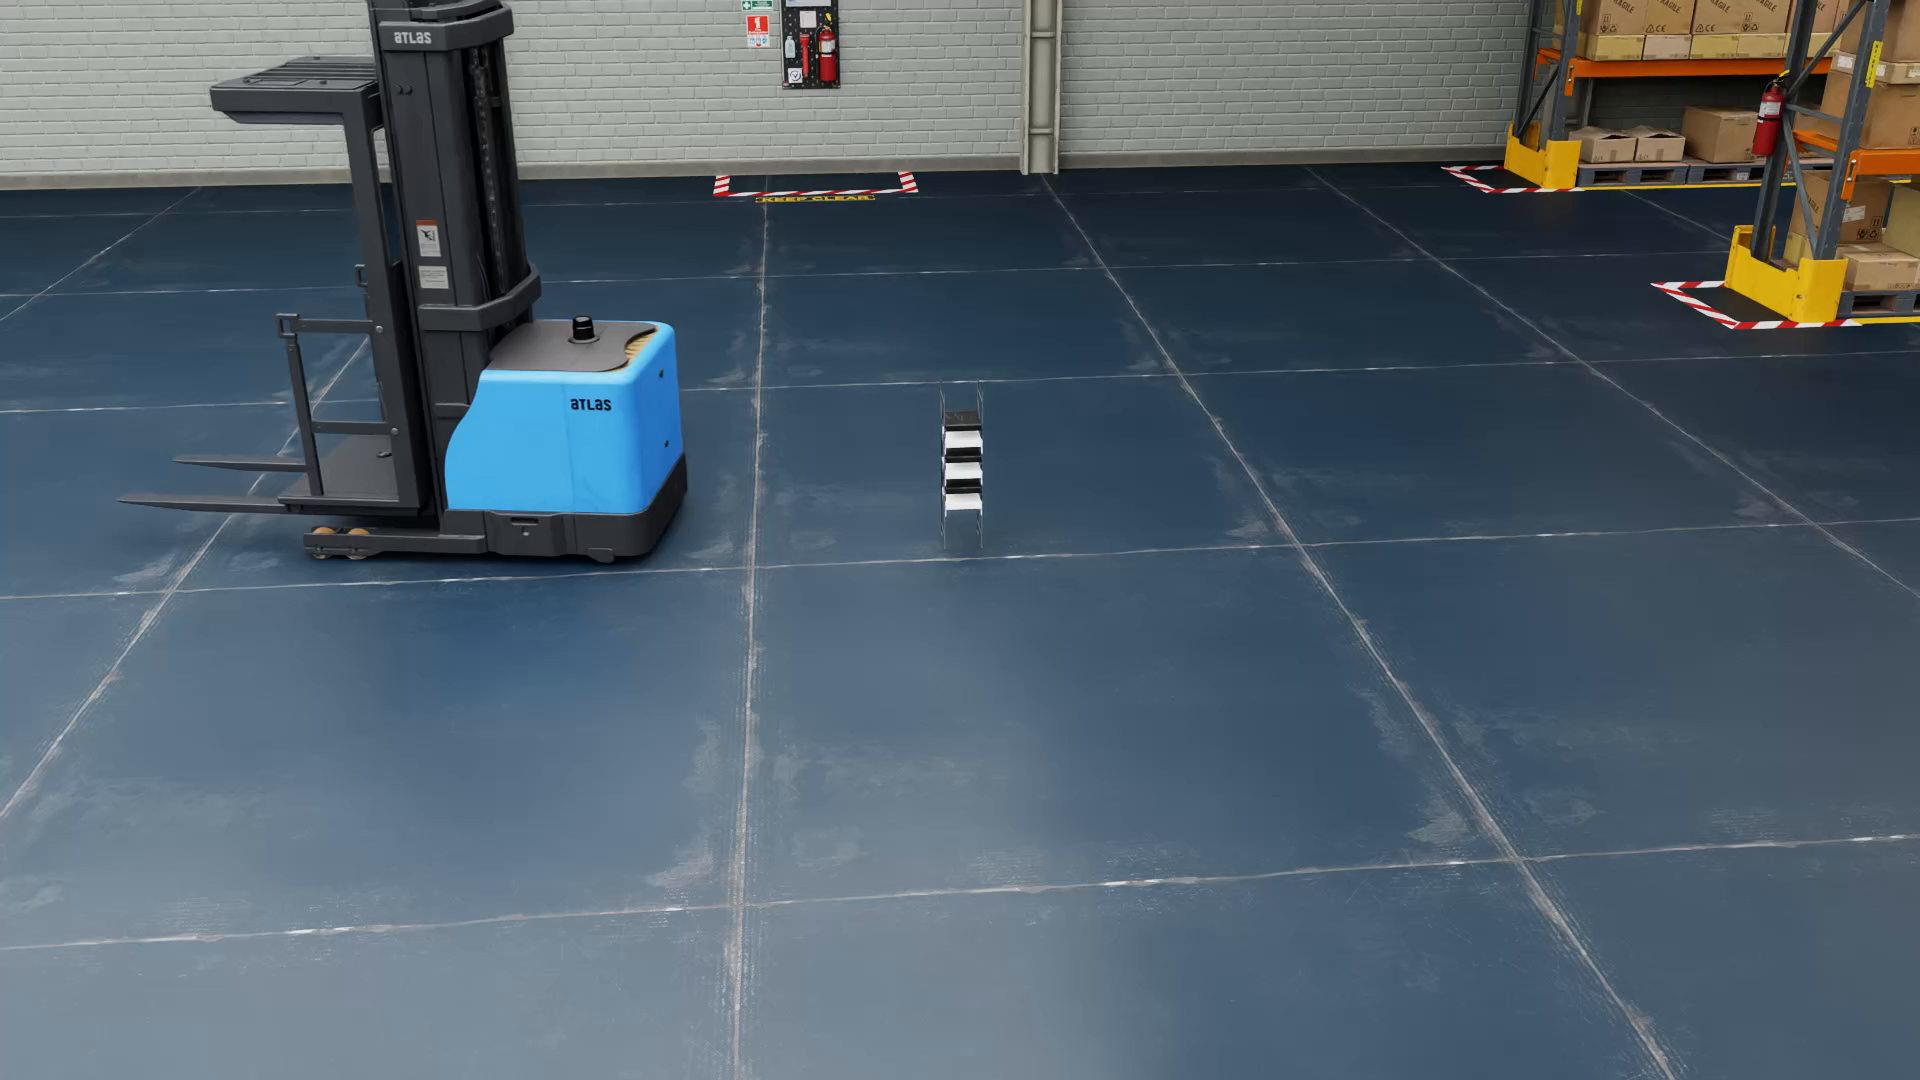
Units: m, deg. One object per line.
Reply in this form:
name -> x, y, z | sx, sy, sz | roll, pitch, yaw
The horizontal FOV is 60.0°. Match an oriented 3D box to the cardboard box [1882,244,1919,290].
cardboard box -> 7.778, -2.208, 13.393 | 0.500, 0.250, 0.500 | -2, 24, -5

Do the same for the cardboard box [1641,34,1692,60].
cardboard box -> 7.266, -5.180, 17.372 | 0.500, 0.250, 0.500 | -3, 24, -7

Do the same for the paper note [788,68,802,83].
paper note -> -1.771, -4.995, 17.880 | 0.142, 0.148, 0.016 | -2, 24, -5

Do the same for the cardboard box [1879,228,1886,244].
cardboard box -> 7.726, -2.421, 13.872 | 0.500, 0.250, 0.500 | -2, 24, -5

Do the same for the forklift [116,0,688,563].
forklift -> -3.137, -1.443, 8.888 | 3.031, 2.935, 1.130 | 2, 24, 4

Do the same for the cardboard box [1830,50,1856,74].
cardboard box -> 7.086, -3.754, 13.082 | 0.250, 0.149, 0.380 | -3, 24, -6

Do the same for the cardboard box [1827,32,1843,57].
cardboard box -> 9.277, -5.264, 17.561 | 0.500, 0.250, 0.500 | -2, 24, -5

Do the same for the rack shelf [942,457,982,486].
rack shelf -> 0.008, -0.381, 9.081 | 0.200, 0.077, 0.258 | -2, 24, -5

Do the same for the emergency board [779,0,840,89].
emergency board -> -1.588, -5.377, 17.654 | 0.643, 1.169, 0.194 | -2, 24, -5

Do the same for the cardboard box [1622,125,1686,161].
cardboard box -> 7.499, -4.308, 18.019 | 0.500, 0.311, 0.500 | 0, 24, -1

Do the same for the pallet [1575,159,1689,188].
pallet -> 7.122, -4.069, 18.145 | 1.213, 0.211, 1.003 | -2, 24, -5

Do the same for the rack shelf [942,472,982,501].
rack shelf -> 0.008, -0.299, 9.118 | 0.200, 0.077, 0.258 | -2, 24, -5

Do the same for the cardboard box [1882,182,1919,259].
cardboard box -> 7.778, -2.550, 13.239 | 0.500, 0.500, 0.500 | -2, 24, -5

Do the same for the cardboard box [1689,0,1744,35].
cardboard box -> 7.746, -5.537, 17.250 | 0.500, 0.500, 0.500 | -3, 24, -7

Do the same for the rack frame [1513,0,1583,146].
rack frame -> 6.234, -5.322, 17.531 | 0.127, 3.000, 1.000 | -2, 24, -5

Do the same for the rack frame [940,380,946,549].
rack frame -> -0.093, -0.407, 9.059 | 0.006, 0.900, 0.240 | -2, 24, -5

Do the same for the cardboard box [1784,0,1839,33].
cardboard box -> 8.776, -5.583, 17.355 | 0.500, 0.500, 0.500 | -3, 24, -7

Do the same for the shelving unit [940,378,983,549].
shelving unit -> 0.008, -0.412, 9.068 | 0.210, 0.900, 0.258 | -2, 24, -5

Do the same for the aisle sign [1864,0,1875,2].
aisle sign -> 6.690, -4.381, 12.214 | 0.004, 0.787, 0.394 | -2, 24, -5

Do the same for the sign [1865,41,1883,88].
sign -> 6.773, -3.527, 12.329 | 0.005, 0.325, 0.100 | -2, 24, -5

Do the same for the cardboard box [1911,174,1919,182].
cardboard box -> 8.223, -2.786, 13.769 | 0.500, 0.500, 0.500 | -2, 24, -5

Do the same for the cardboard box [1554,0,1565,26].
cardboard box -> 6.682, -5.710, 17.640 | 0.500, 0.500, 0.500 | -3, 24, -6

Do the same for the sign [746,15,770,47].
sign -> -2.149, -5.413, 17.691 | 0.234, 0.329, 0.001 | -2, 24, -5

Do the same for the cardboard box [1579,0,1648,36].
cardboard box -> 6.739, -5.503, 17.174 | 0.500, 0.500, 0.500 | -2, 24, -5

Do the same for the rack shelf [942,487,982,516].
rack shelf -> 0.008, -0.217, 9.155 | 0.200, 0.077, 0.258 | -2, 24, -5

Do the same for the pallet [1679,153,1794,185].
pallet -> 8.333, -4.116, 18.251 | 1.213, 0.211, 1.003 | -2, 24, -5

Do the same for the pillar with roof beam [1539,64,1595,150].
pillar with roof beam -> 7.269, -6.701, 13.247 | 0.400, 9.000, 9.100 | -2, 24, -5

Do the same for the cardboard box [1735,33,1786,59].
cardboard box -> 8.277, -5.217, 17.455 | 0.500, 0.250, 0.500 | -2, 24, -5

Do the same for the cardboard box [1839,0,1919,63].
cardboard box -> 7.243, -3.974, 12.777 | 0.500, 0.500, 0.700 | -2, 24, -5

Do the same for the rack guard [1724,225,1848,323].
rack guard -> 6.701, -2.177, 13.532 | 0.348, 0.500, 1.175 | -2, 24, -5

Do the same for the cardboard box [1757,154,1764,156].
cardboard box -> 8.621, -4.324, 18.254 | 0.250, 0.149, 0.380 | -4, 24, -9

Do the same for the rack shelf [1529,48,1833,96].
rack shelf -> 8.225, -5.073, 17.856 | 4.000, 0.370, 1.077 | -2, 24, -5
